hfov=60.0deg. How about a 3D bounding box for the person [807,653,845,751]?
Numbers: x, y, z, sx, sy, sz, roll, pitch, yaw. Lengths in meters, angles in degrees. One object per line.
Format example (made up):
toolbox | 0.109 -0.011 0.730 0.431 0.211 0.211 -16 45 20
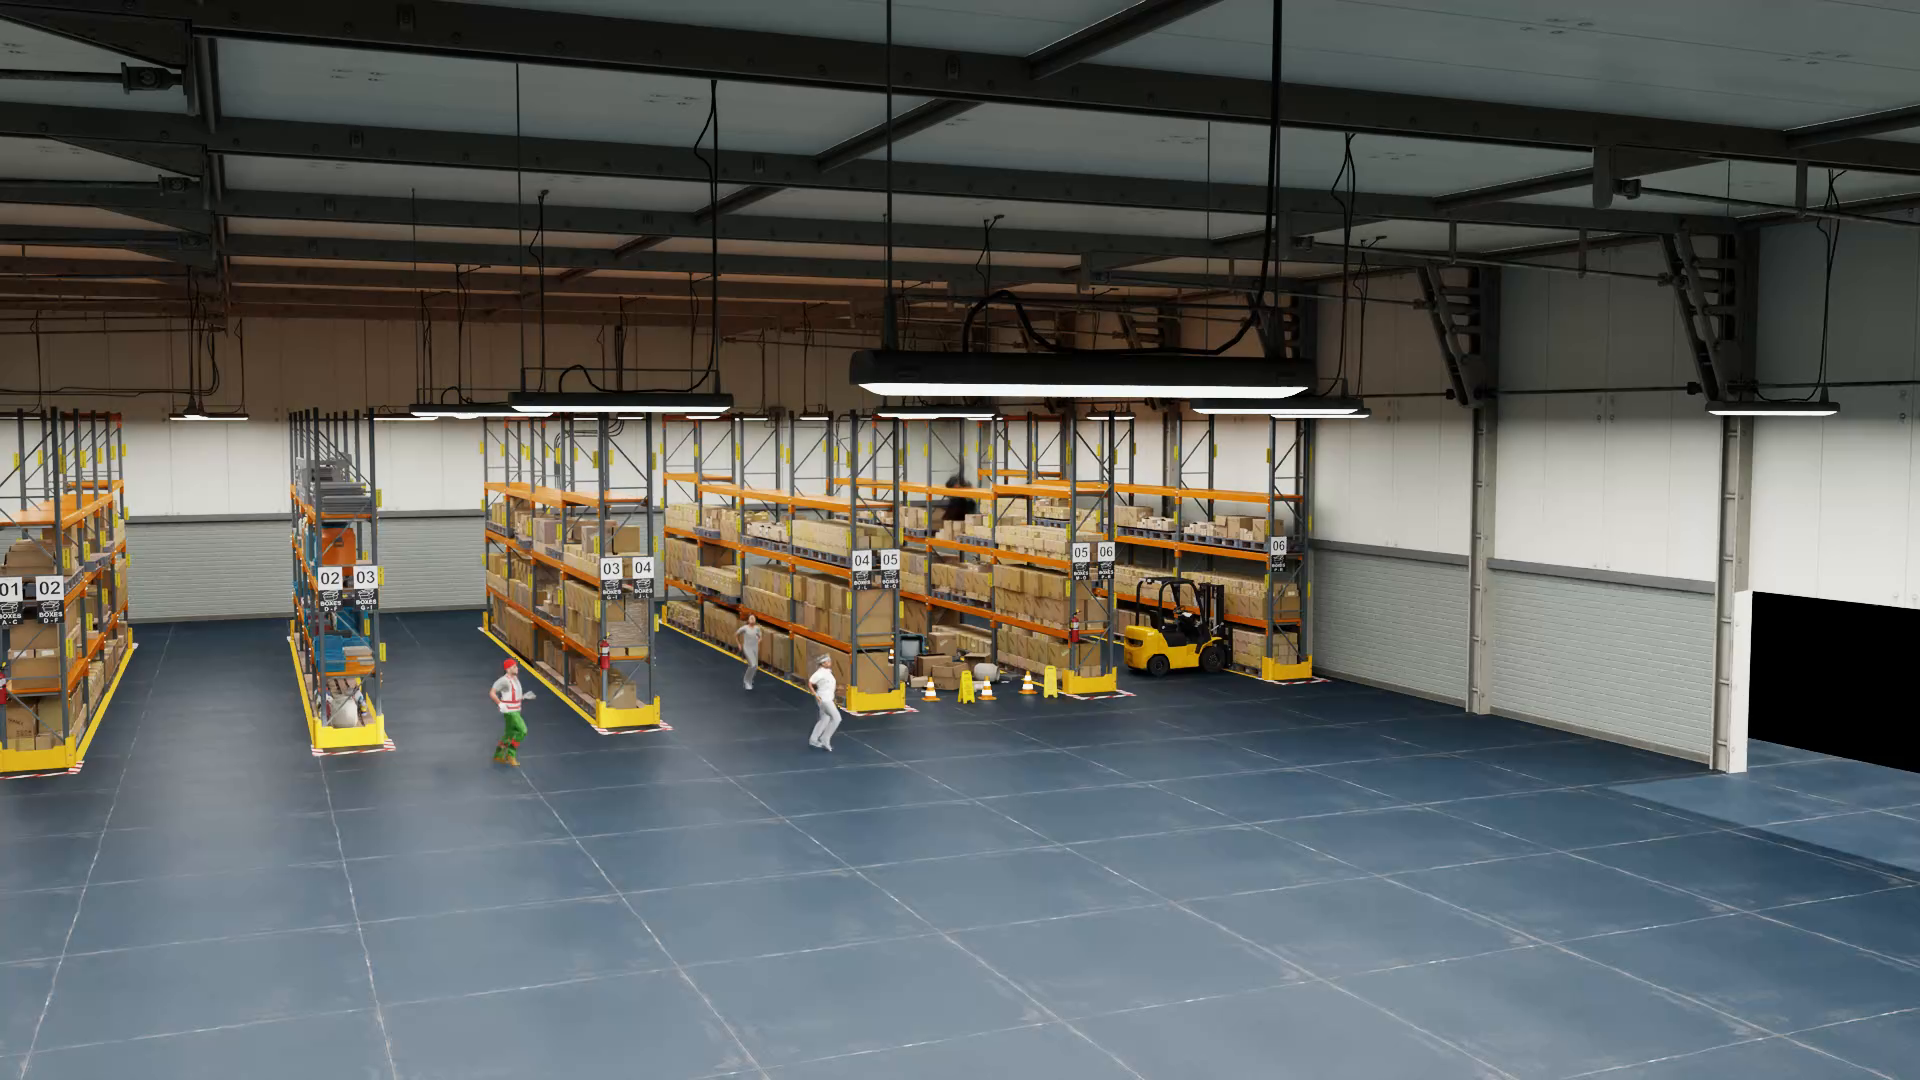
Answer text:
person | -2.342 2.838 29.168 0.695 1.713 0.543 1 4 9

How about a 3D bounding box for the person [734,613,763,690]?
person | -4.470 2.388 35.604 0.552 1.639 0.613 -3 5 -40

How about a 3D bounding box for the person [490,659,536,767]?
person | -7.483 2.889 27.815 0.721 1.804 0.632 0 4 5

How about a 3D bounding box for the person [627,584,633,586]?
person | -9.496 1.577 47.365 0.707 1.702 0.696 1 4 13
